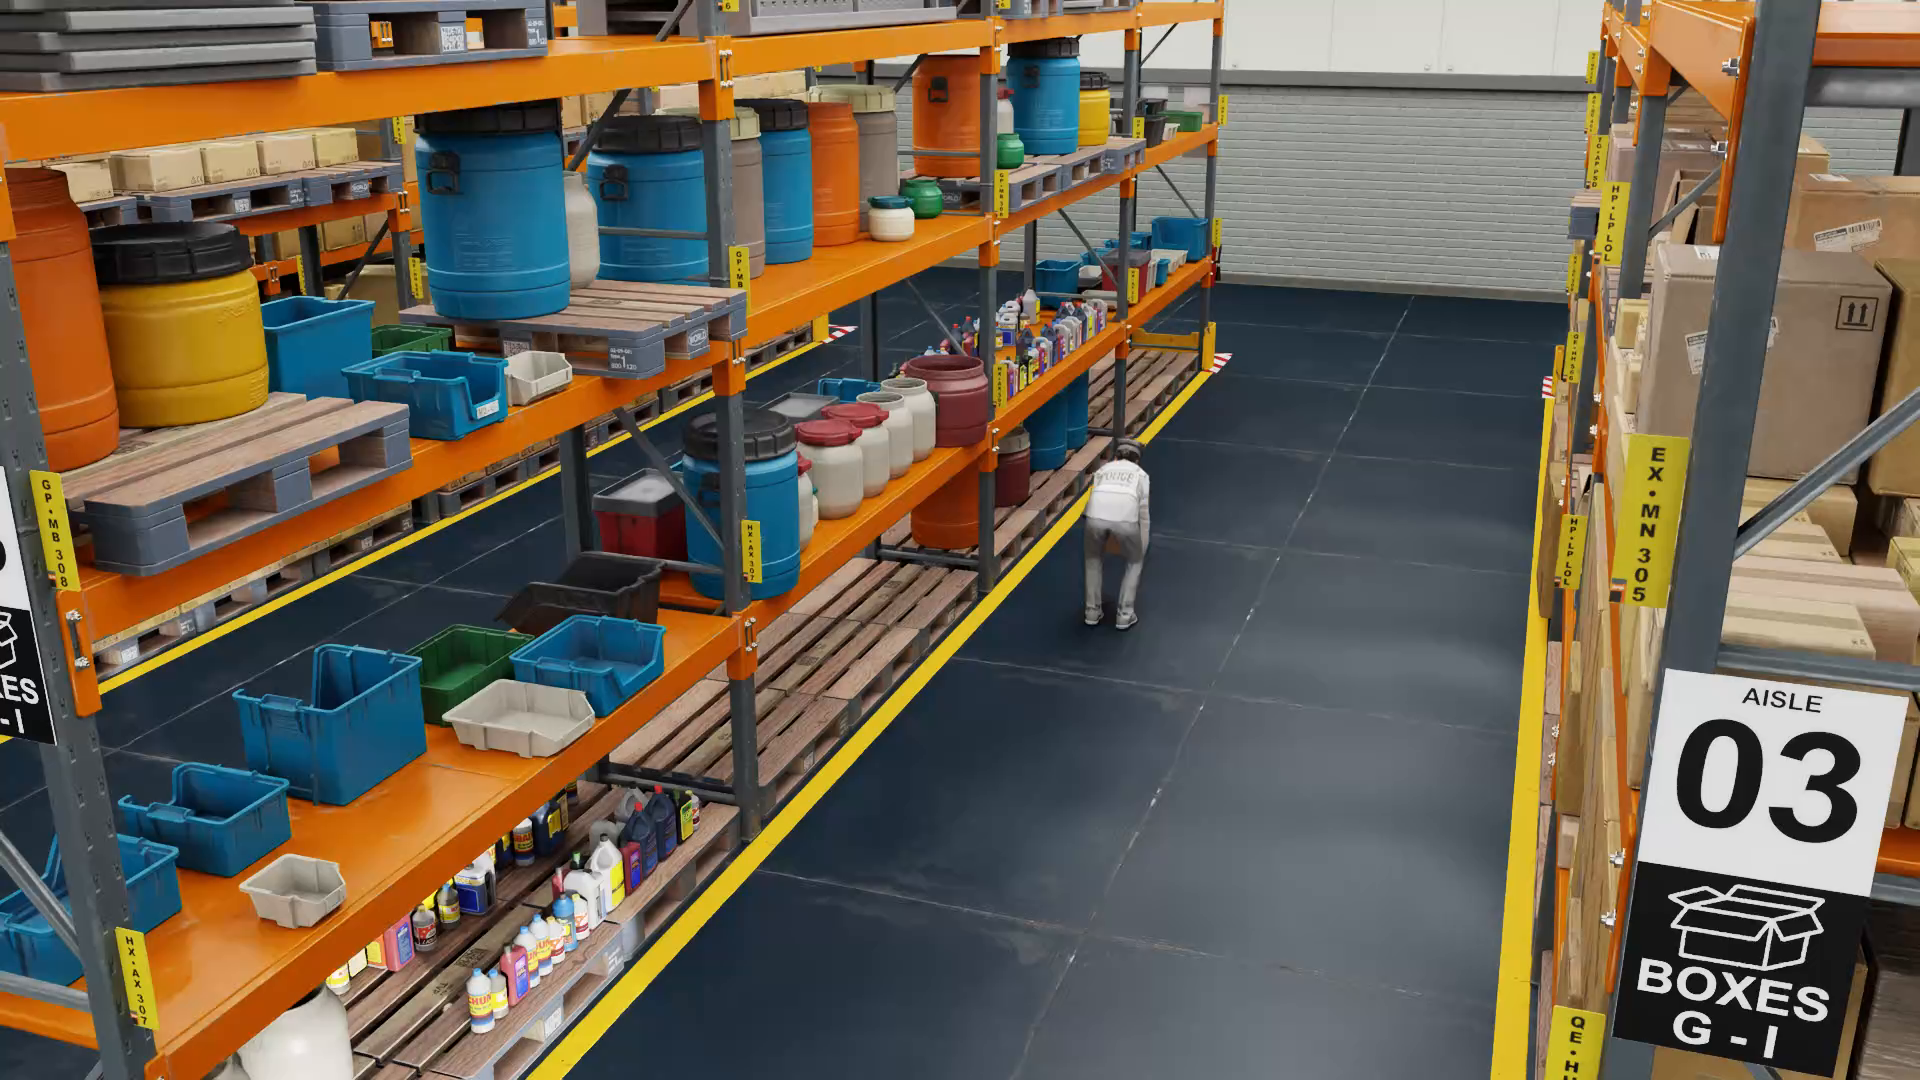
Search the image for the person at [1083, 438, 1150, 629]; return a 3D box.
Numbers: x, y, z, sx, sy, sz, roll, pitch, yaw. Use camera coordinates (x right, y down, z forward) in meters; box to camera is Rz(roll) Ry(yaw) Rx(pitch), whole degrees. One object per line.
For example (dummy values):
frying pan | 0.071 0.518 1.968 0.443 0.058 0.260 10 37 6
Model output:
person | 1.137 -0.059 11.900 0.423 1.240 0.889 6 20 16
